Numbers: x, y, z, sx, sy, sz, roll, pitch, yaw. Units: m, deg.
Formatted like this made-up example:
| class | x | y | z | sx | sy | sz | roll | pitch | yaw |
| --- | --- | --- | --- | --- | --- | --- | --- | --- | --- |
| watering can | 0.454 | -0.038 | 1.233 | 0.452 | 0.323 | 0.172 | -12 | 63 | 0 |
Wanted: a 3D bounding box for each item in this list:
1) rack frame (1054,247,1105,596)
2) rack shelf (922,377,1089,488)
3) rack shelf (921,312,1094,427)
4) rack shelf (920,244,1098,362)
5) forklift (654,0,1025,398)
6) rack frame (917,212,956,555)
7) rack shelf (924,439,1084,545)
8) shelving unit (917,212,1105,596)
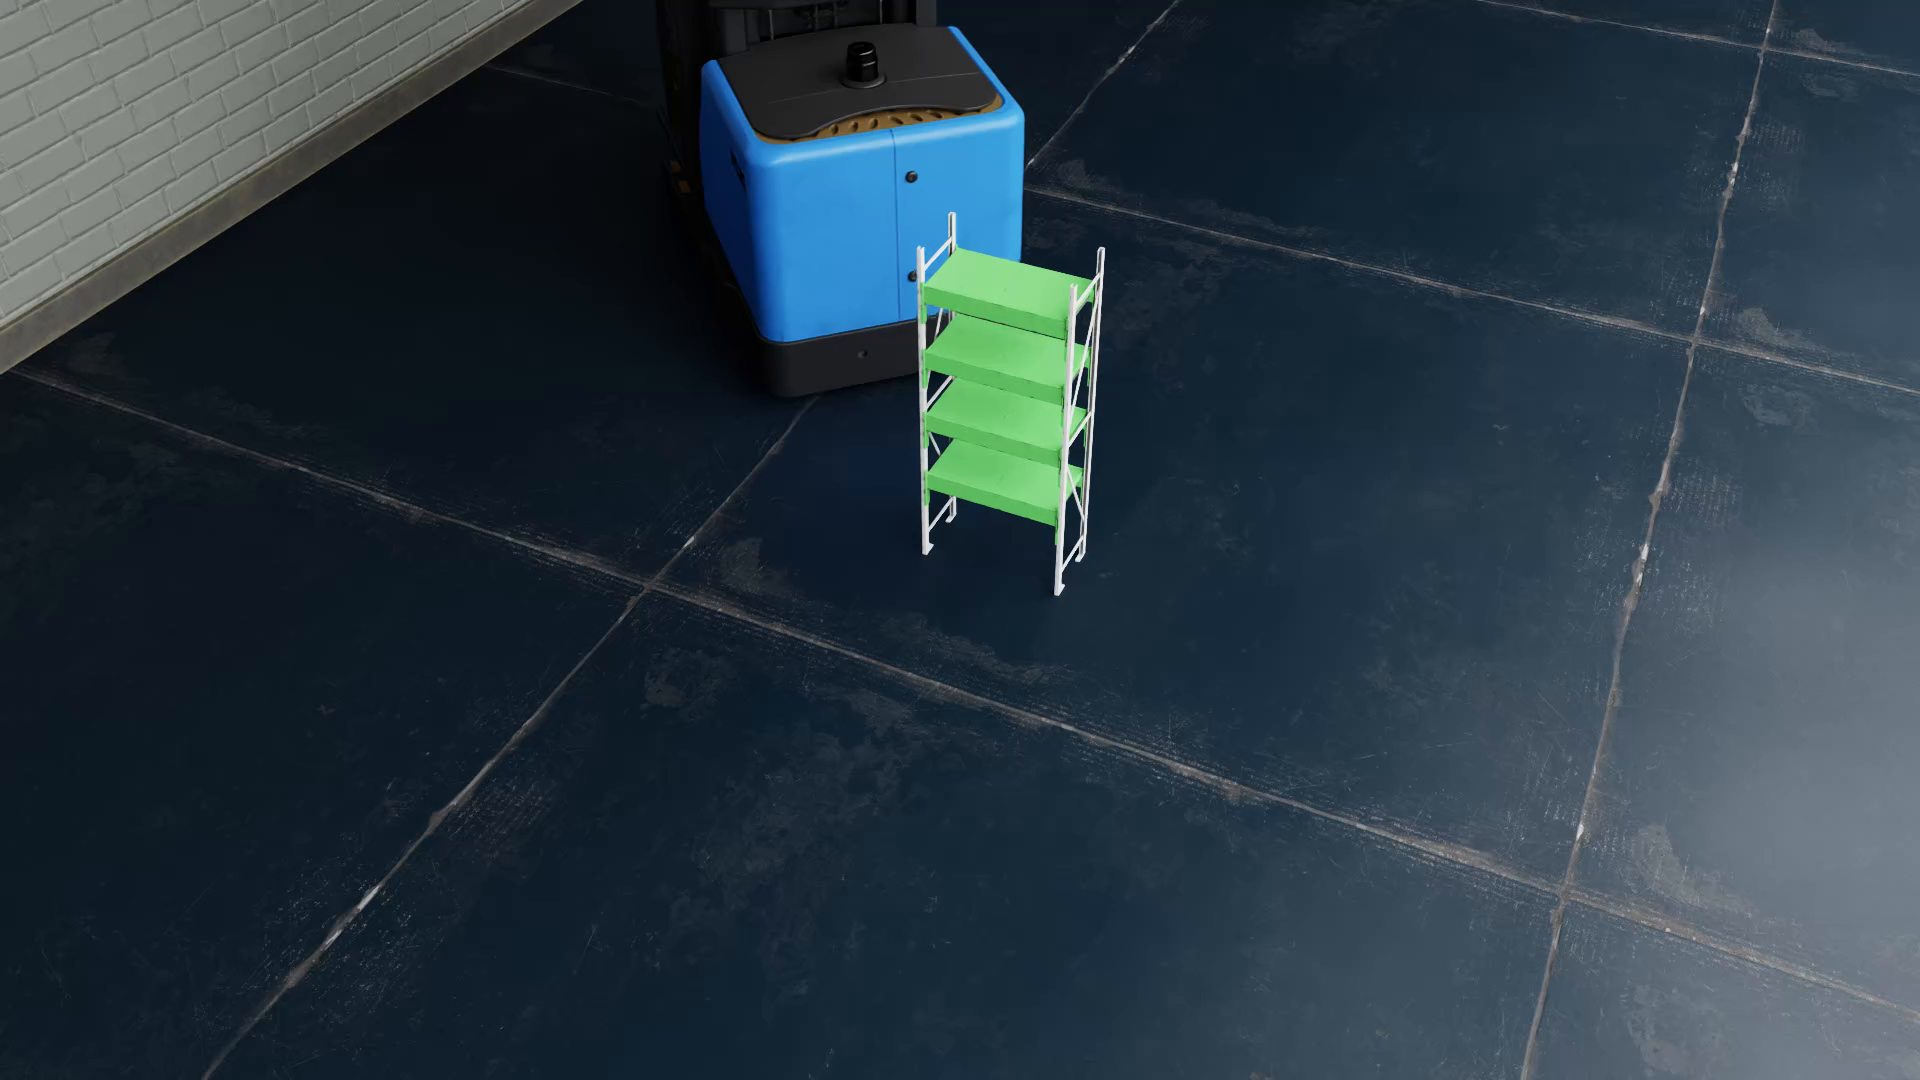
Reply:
| class | x | y | z | sx | sy | sz | roll | pitch | yaw |
| --- | --- | --- | --- | --- | --- | --- | --- | --- | --- |
| rack frame | 0.371 | -0.340 | 5.226 | 0.015 | 1.200 | 0.240 | 17 | 44 | 19 |
| rack shelf | 0.150 | -0.359 | 5.346 | 0.480 | 0.148 | 0.258 | 17 | 44 | 19 |
| rack shelf | 0.150 | -0.541 | 5.189 | 0.480 | 0.148 | 0.258 | 17 | 44 | 19 |
| rack shelf | 0.150 | -0.722 | 5.032 | 0.480 | 0.148 | 0.258 | 17 | 44 | 19 |
| forklift | -0.707 | -2.619 | 6.534 | 1.130 | 2.935 | 3.031 | -12 | 42 | -14 |
| rack frame | -0.071 | -0.475 | 5.382 | 0.015 | 1.200 | 0.240 | 17 | 44 | 19 |
| rack shelf | 0.150 | -0.178 | 5.503 | 0.480 | 0.148 | 0.258 | 17 | 44 | 19 |
| shelving unit | 0.150 | -0.408 | 5.304 | 0.503 | 1.200 | 0.258 | 17 | 44 | 19 |
